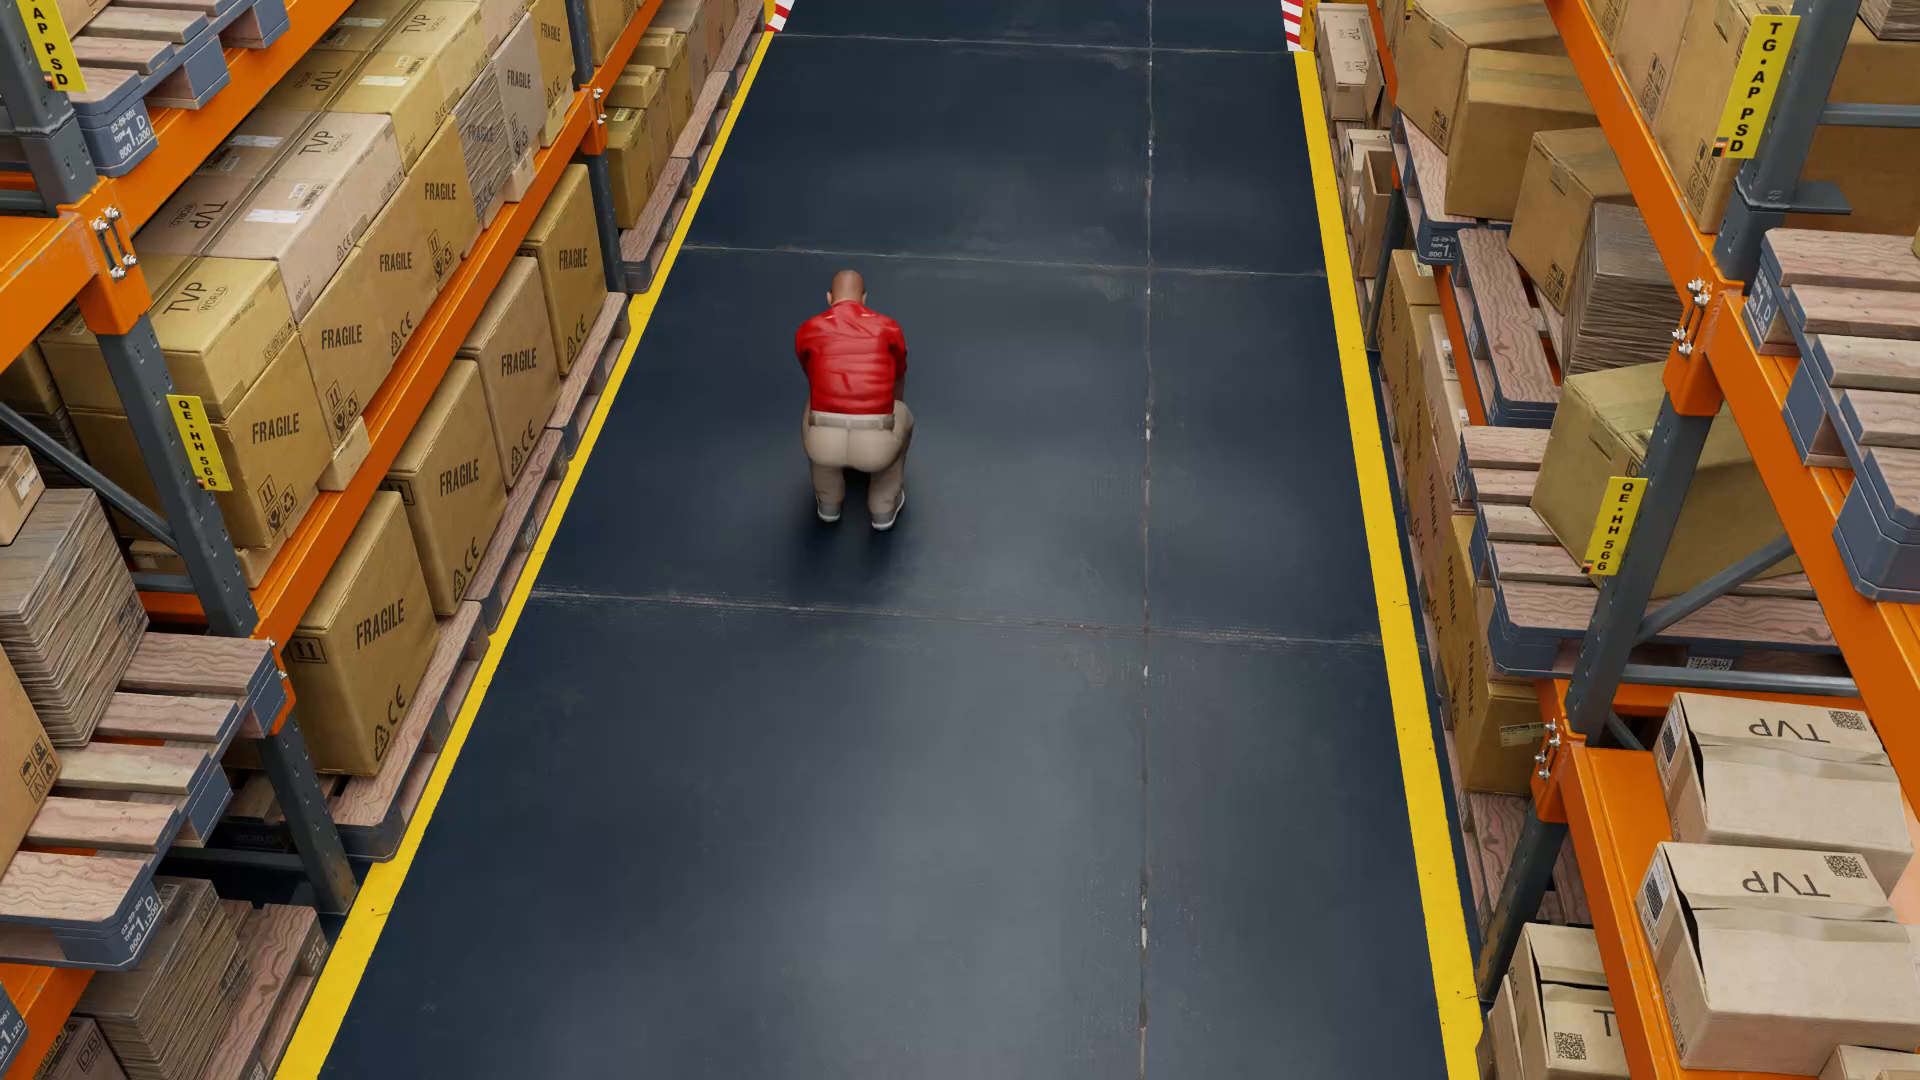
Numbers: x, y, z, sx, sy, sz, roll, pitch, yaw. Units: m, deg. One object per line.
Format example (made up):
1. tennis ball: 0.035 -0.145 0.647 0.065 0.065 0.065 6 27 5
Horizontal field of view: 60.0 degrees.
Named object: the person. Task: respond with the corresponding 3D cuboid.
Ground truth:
1. person: -0.478 -0.604 7.480 0.533 0.991 0.877 2 40 3
